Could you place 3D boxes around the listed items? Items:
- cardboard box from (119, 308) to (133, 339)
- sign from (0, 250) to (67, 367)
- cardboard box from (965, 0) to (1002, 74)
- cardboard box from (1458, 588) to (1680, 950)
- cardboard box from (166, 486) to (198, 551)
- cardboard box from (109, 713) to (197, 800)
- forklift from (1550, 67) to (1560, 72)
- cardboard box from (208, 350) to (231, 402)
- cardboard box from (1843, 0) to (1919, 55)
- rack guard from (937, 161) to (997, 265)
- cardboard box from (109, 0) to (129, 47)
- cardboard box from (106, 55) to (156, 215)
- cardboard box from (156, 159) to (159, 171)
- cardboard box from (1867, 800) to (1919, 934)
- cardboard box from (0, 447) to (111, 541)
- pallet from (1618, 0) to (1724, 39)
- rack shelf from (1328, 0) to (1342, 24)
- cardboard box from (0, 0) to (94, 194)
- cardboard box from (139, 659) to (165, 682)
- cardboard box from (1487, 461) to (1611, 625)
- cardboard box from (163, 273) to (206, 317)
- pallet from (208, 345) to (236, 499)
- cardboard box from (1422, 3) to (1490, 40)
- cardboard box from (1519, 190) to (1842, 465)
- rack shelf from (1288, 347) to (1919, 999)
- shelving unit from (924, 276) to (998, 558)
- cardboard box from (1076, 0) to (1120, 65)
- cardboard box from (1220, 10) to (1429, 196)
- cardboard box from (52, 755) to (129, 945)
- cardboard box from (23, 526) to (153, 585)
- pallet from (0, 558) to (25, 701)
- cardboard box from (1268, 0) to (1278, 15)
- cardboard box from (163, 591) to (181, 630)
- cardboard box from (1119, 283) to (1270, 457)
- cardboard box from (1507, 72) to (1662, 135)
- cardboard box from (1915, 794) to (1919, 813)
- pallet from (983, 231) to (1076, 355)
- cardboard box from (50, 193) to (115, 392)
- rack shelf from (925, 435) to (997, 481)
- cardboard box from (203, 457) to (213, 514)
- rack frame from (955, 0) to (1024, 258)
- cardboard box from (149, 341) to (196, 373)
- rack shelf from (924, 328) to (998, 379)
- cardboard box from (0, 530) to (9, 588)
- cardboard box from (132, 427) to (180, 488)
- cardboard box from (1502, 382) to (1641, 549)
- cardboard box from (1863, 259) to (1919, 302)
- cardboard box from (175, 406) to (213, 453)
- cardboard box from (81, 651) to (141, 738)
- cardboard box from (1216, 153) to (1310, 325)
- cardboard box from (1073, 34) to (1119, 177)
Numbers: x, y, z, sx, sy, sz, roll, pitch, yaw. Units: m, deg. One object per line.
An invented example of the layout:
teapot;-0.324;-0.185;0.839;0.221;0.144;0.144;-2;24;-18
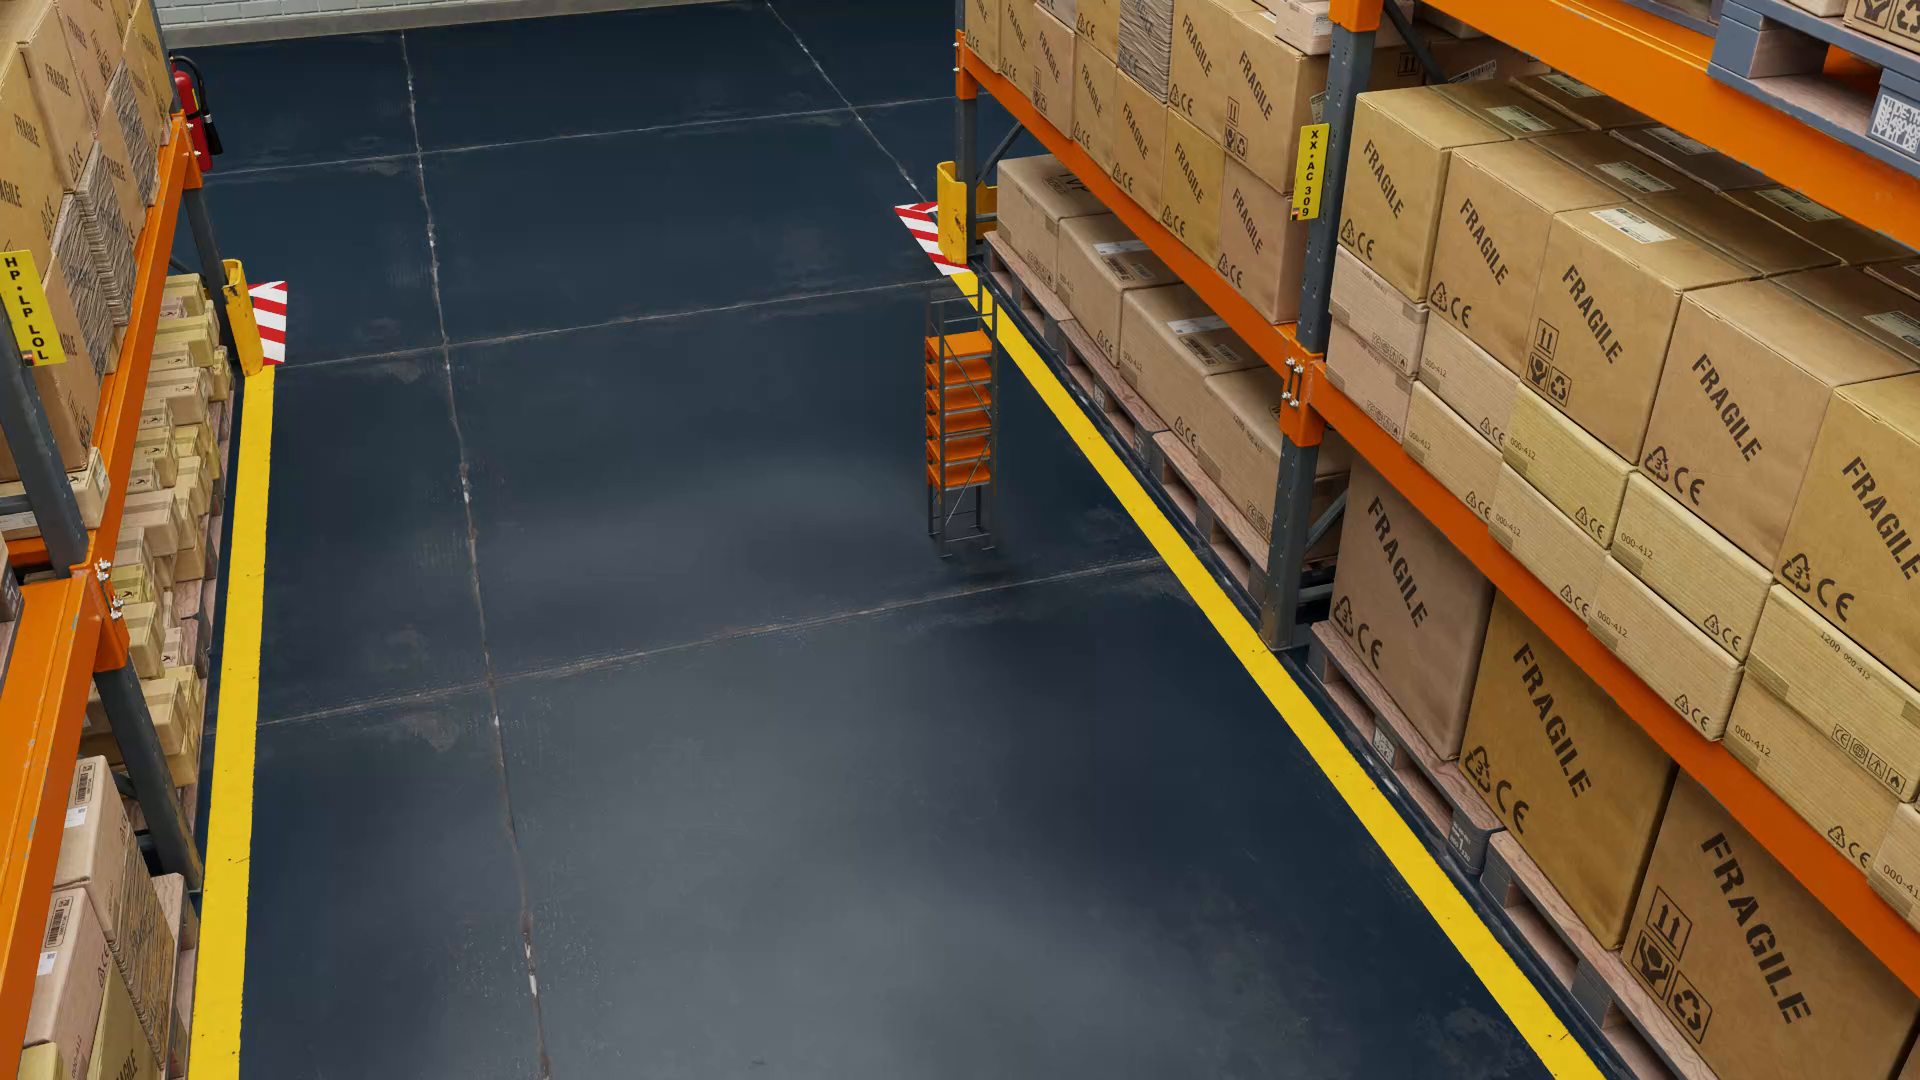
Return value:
cardboard box;-3.218;-0.814;5.989;0.380;0.149;0.250;-9;34;-13
sign;-2.467;-0.610;4.403;0.100;0.325;0.005;-10;35;-15
cardboard box;0.341;-2.759;8.614;0.500;0.500;0.500;-10;35;-15
cardboard box;2.237;0.579;5.200;0.875;0.875;0.875;-9;35;-13
cardboard box;-3.230;-0.060;6.554;0.380;0.149;0.250;-10;35;-15
cardboard box;-2.800;0.737;5.619;0.380;0.149;0.250;-12;35;-17
forklift;2.864;-2.311;8.089;1.130;2.935;3.031;-16;37;-23
cardboard box;-3.681;-0.759;7.882;0.380;0.149;0.250;-9;35;-13
cardboard box;2.095;-1.163;3.096;0.500;0.500;0.500;-10;35;-14
rack guard;0.461;-1.987;9.804;1.175;0.500;0.348;-10;35;-15
cardboard box;-3.684;-2.251;6.668;0.500;0.500;0.500;-11;35;-16
cardboard box;-3.517;-1.570;6.544;0.500;0.500;0.500;-10;35;-15
cardboard box;-3.716;-1.638;7.236;0.380;0.149;0.250;-10;35;-15
cardboard box;2.336;0.758;3.519;0.500;0.250;0.500;-9;35;-14
cardboard box;-2.770;-0.131;4.955;0.380;0.149;0.250;-9;34;-13
pallet;2.015;-1.616;4.428;0.805;0.209;1.217;-11;35;-17
rack shelf;1.078;-2.919;6.878;1.077;0.370;4.000;-10;35;-15
cardboard box;-3.197;-1.432;5.429;0.500;0.500;0.500;-9;35;-14
cardboard box;-2.963;0.496;5.714;0.380;0.149;0.250;-10;35;-14
cardboard box;1.872;-0.036;4.720;0.500;0.250;0.500;-10;35;-15
cardboard box;-3.812;-1.131;7.906;0.380;0.149;0.250;-10;35;-14
pallet;-3.978;-0.497;7.810;1.003;0.211;1.213;-10;35;-15
cardboard box;1.839;-1.857;5.753;0.380;0.149;0.250;-11;35;-15
cardboard box;1.881;-0.571;4.396;0.500;0.500;0.500;-11;35;-16
rack shelf;2.298;0.433;4.527;1.077;0.370;4.000;-10;35;-15
shelving unit;0.004;-0.493;6.908;0.258;1.200;0.189;-10;35;-15
cardboard box;0.825;-2.376;7.127;0.500;0.500;0.500;-10;35;-15
cardboard box;1.281;-1.578;5.919;0.500;0.500;0.500;-10;35;-15
cardboard box;-2.527;0.871;4.417;0.500;0.250;0.500;-11;35;-16
cardboard box;-3.156;0.106;6.034;0.380;0.149;0.250;-11;35;-16
pallet;-2.900;0.474;3.986;1.003;0.211;1.213;-10;35;-15
cardboard box;1.314;-1.912;5.837;0.380;0.149;0.250;-9;35;-14
cardboard box;-3.132;0.350;6.204;0.380;0.149;0.250;-11;35;-16
cardboard box;1.325;-0.842;7.746;0.875;0.438;0.875;-11;35;-16
cardboard box;2.064;-1.184;5.324;0.500;0.500;0.500;-9;34;-13
cardboard box;2.359;0.556;3.370;0.500;0.250;0.500;-11;35;-16
pallet;0.787;-1.448;9.249;1.003;0.211;1.213;-10;35;-15
cardboard box;-3.064;-0.759;5.317;0.500;0.500;0.500;-10;35;-15
rack shelf;0.004;-0.356;6.998;0.258;0.103;0.180;-10;35;-15
cardboard box;-3.393;-0.208;7.049;0.380;0.149;0.250;-9;35;-14
rack frame;0.468;-3.018;9.096;1.000;3.000;0.127;-10;35;-15
cardboard box;-3.572;-0.728;7.296;0.380;0.149;0.250;-11;35;-17
rack shelf;0.004;-0.756;6.734;0.258;0.103;0.180;-10;35;-15
cardboard box;-2.685;0.073;4.266;0.380;0.149;0.250;-11;35;-16
cardboard box;-3.355;-0.307;6.659;0.380;0.149;0.250;-10;35;-14
cardboard box;1.868;-0.247;4.585;0.500;0.250;0.500;-10;35;-14
cardboard box;2.537;-0.375;4.099;0.500;0.500;0.500;-9;35;-14
cardboard box;-3.452;-0.471;7.177;0.380;0.149;0.250;-10;35;-14
cardboard box;-2.903;0.518;5.410;0.380;0.149;0.250;-9;34;-13
cardboard box;1.303;-1.160;6.194;0.500;0.500;0.500;-10;35;-14
cardboard box;0.829;-1.968;7.417;0.500;0.500;0.500;-9;34;-13
